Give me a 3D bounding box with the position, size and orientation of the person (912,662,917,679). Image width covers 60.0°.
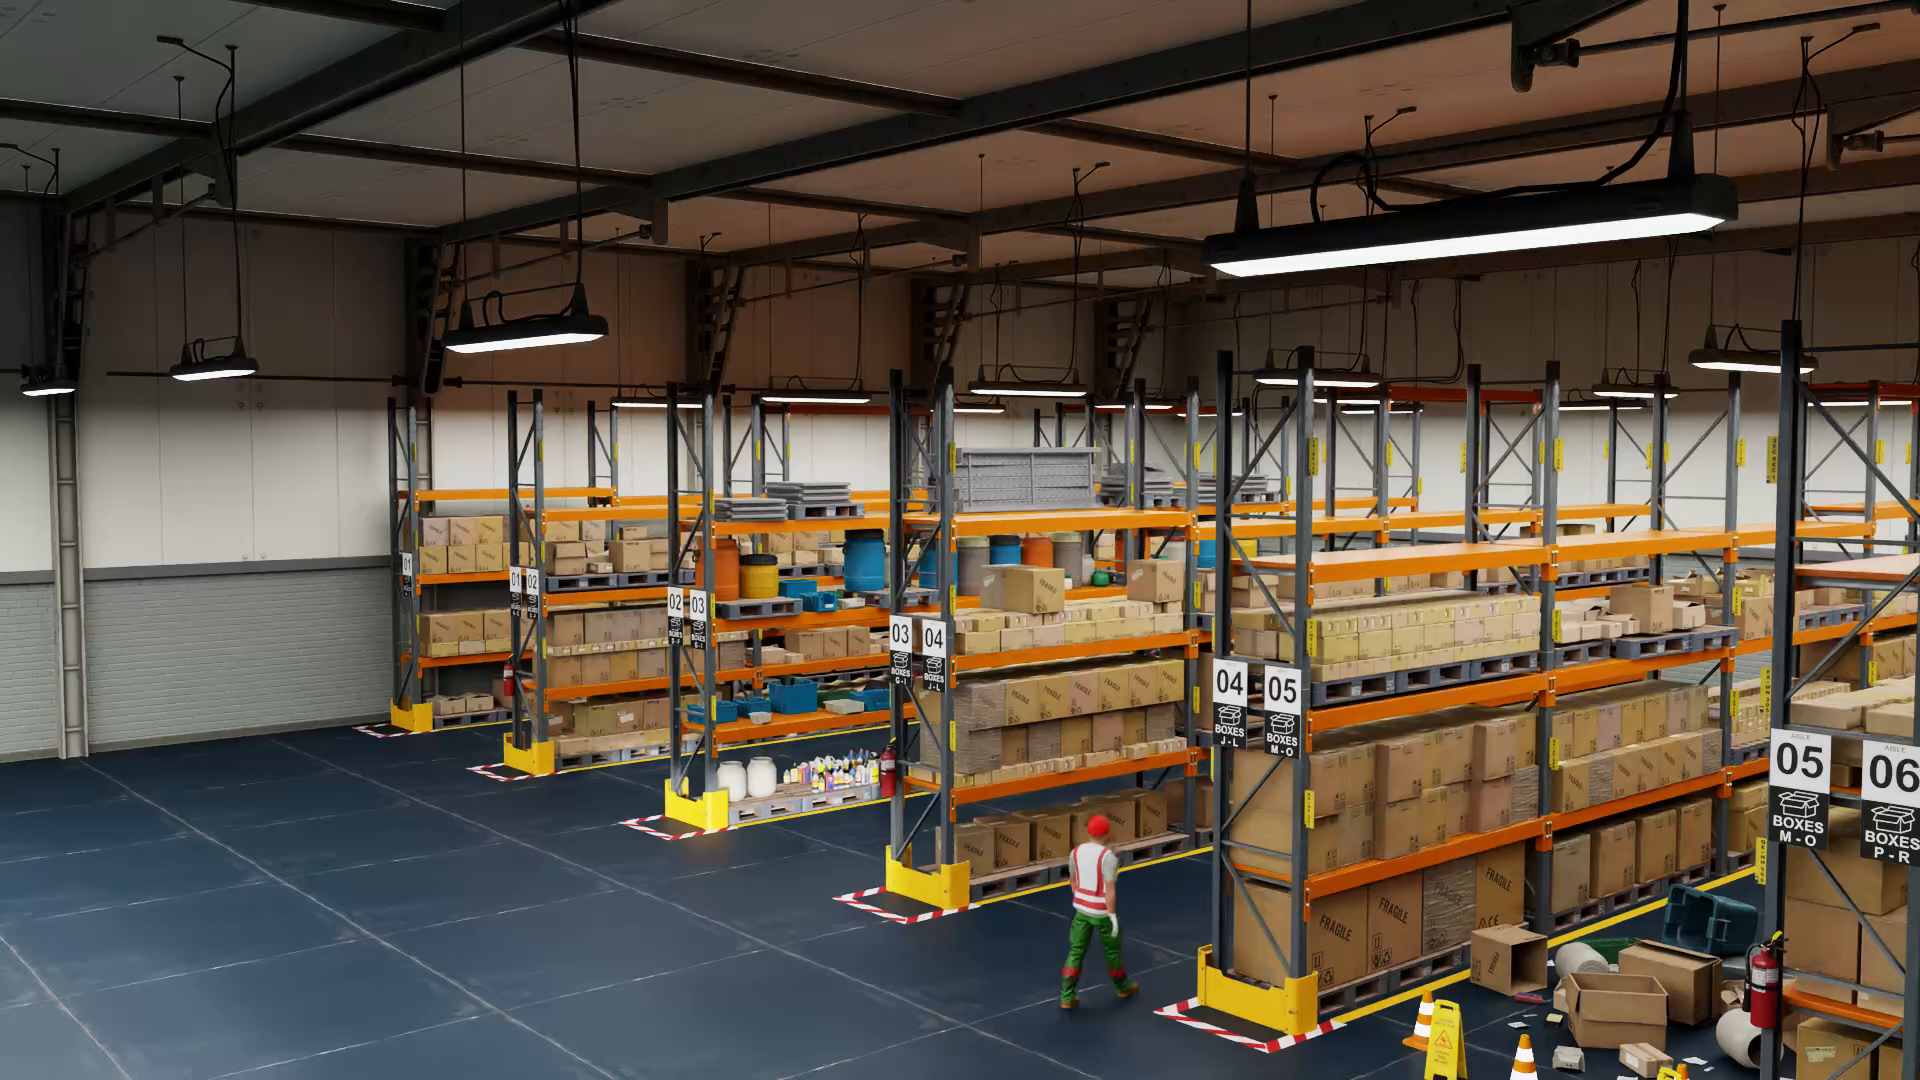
[{"bbox_3d":[-0.726,2.265,36.050,0.988,1.584,0.611,-3,4,-41],"label":"person"}]

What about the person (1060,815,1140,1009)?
[{"bbox_3d":[1.311,3.370,15.268,0.640,1.745,0.950,3,5,43],"label":"person"}]

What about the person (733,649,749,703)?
[{"bbox_3d":[-4.421,2.417,32.793,0.718,1.758,0.673,-1,3,-12],"label":"person"}]
